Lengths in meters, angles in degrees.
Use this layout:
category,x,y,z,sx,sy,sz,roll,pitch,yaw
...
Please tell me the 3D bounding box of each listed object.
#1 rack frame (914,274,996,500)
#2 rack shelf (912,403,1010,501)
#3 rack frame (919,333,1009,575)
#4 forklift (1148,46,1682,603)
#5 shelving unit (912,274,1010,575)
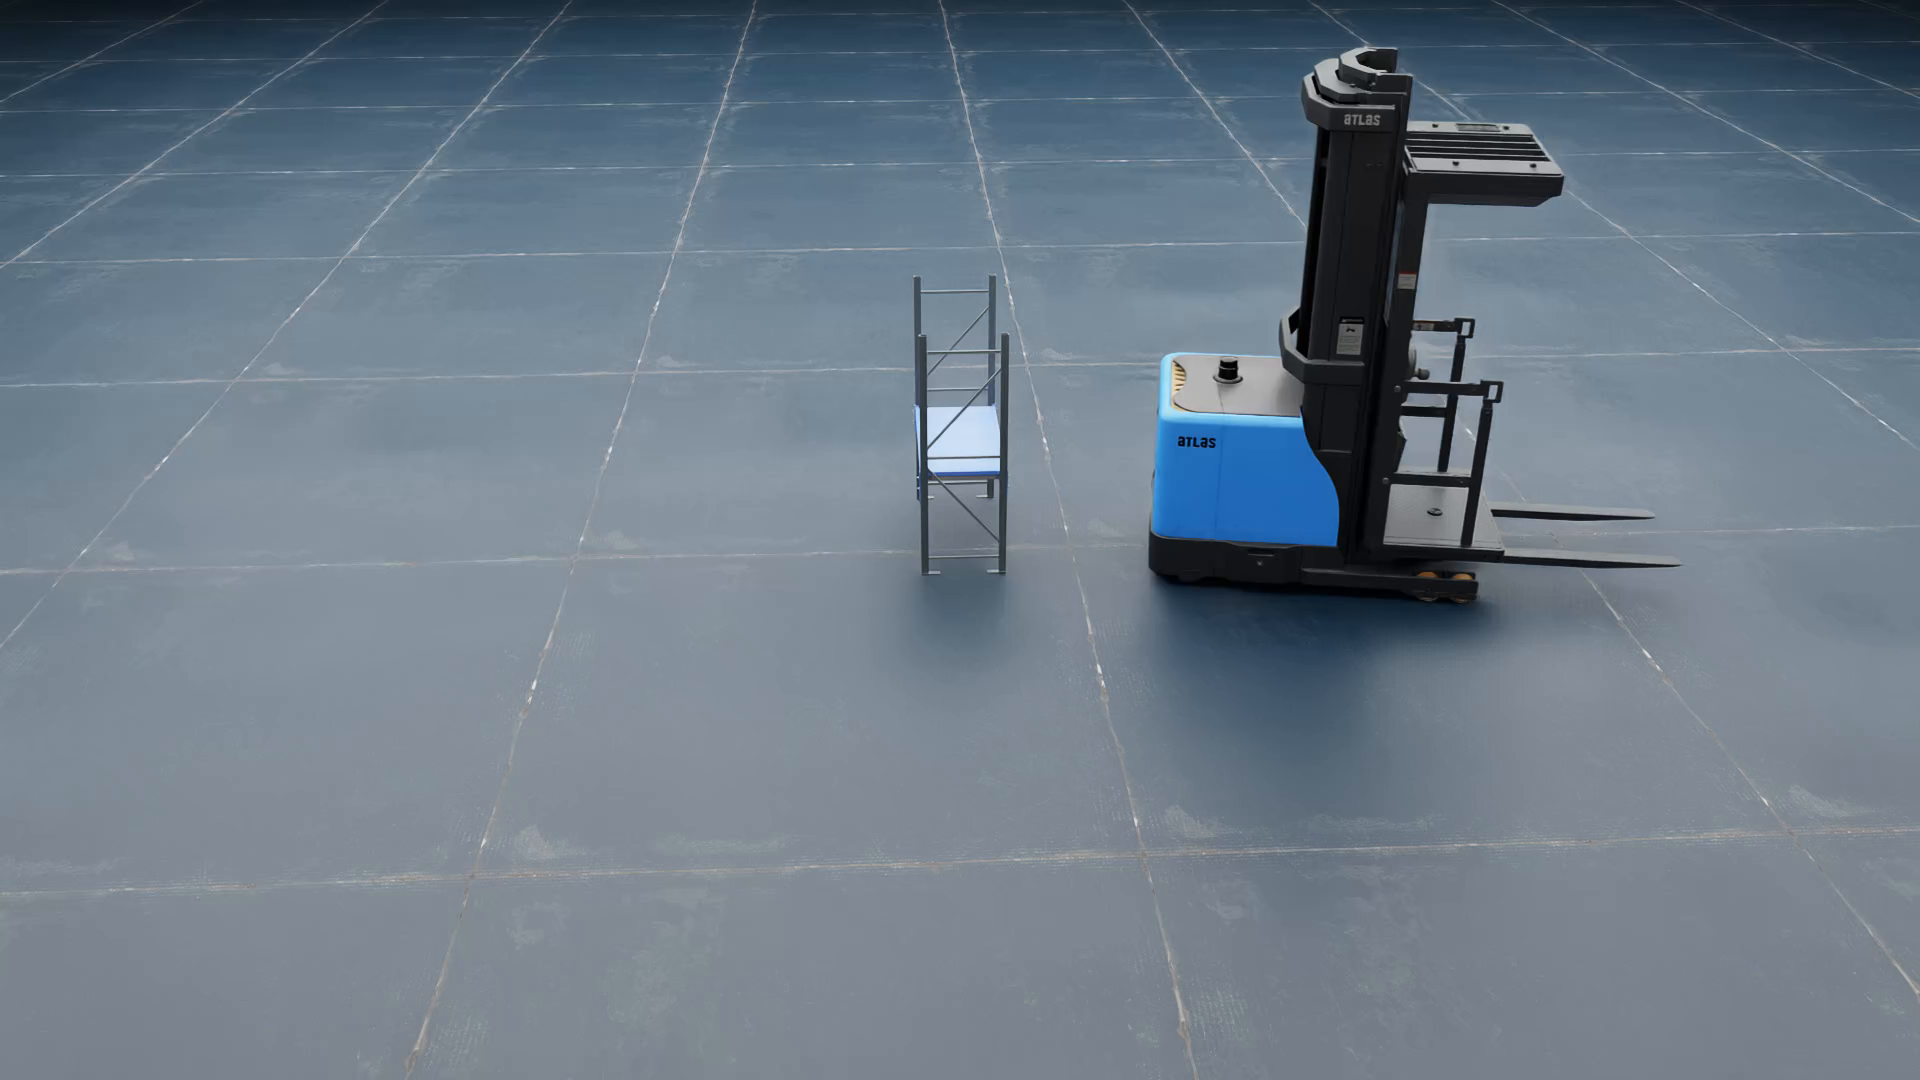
category,x,y,z,sx,sy,sz,roll,pitch,yaw
rack frame,-0.031,-0.939,10.429,0.500,1.500,0.032,-1,28,-3
rack shelf,-0.004,-0.545,10.062,0.538,0.185,1.000,-1,28,-3
rack frame,0.022,-0.470,9.529,0.500,1.500,0.032,-1,28,-3
forklift,2.663,-1.197,9.376,3.031,2.935,1.130,3,28,6
shelving unit,-0.004,-0.704,9.979,0.538,1.500,1.048,-1,28,-3
